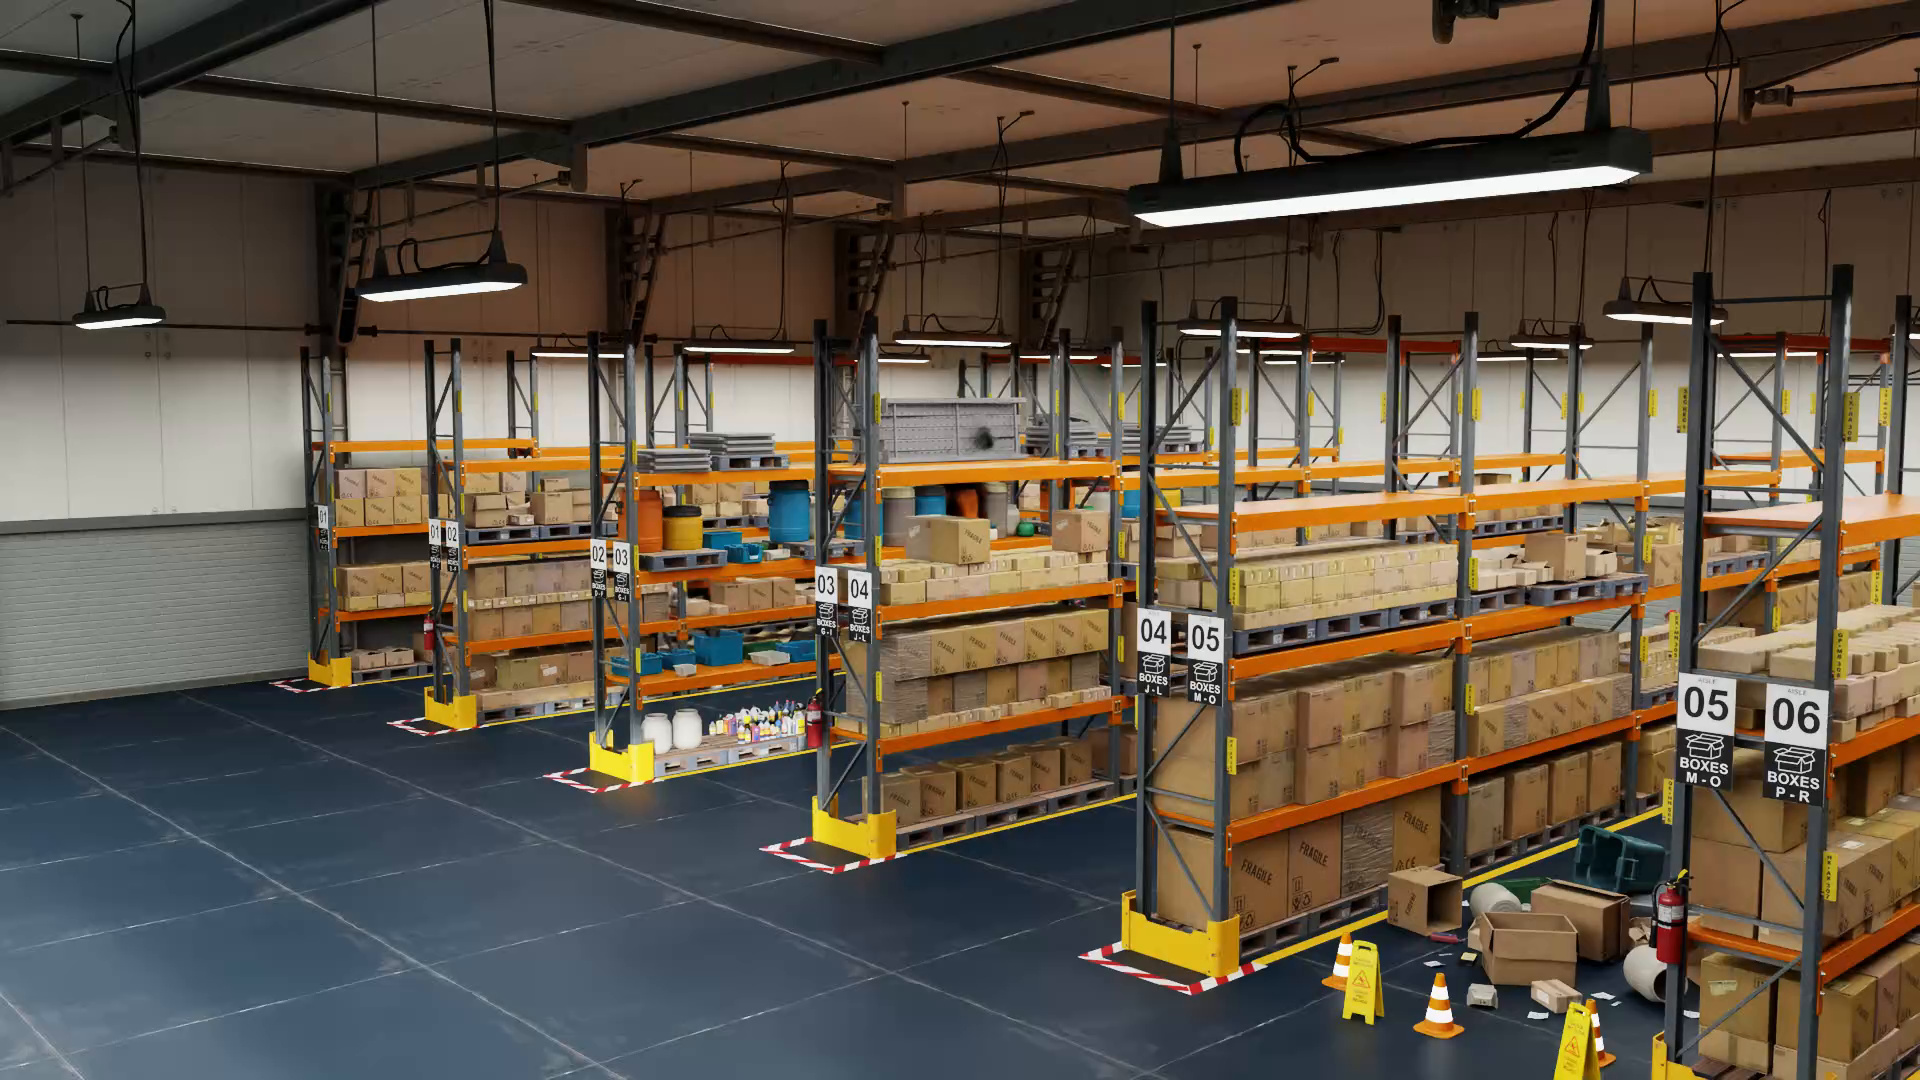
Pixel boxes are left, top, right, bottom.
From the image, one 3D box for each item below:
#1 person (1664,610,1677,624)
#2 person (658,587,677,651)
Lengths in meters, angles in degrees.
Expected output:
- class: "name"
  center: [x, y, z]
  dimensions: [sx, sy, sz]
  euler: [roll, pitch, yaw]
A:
- class: "person"
  center: [11.175, 1.983, 26.138]
  dimensions: [0.908, 1.769, 0.669]
  euler: [-4, 7, -41]
- class: "person"
  center: [-5.581, 1.540, 31.187]
  dimensions: [0.681, 1.826, 0.777]
  euler: [4, 6, 38]
